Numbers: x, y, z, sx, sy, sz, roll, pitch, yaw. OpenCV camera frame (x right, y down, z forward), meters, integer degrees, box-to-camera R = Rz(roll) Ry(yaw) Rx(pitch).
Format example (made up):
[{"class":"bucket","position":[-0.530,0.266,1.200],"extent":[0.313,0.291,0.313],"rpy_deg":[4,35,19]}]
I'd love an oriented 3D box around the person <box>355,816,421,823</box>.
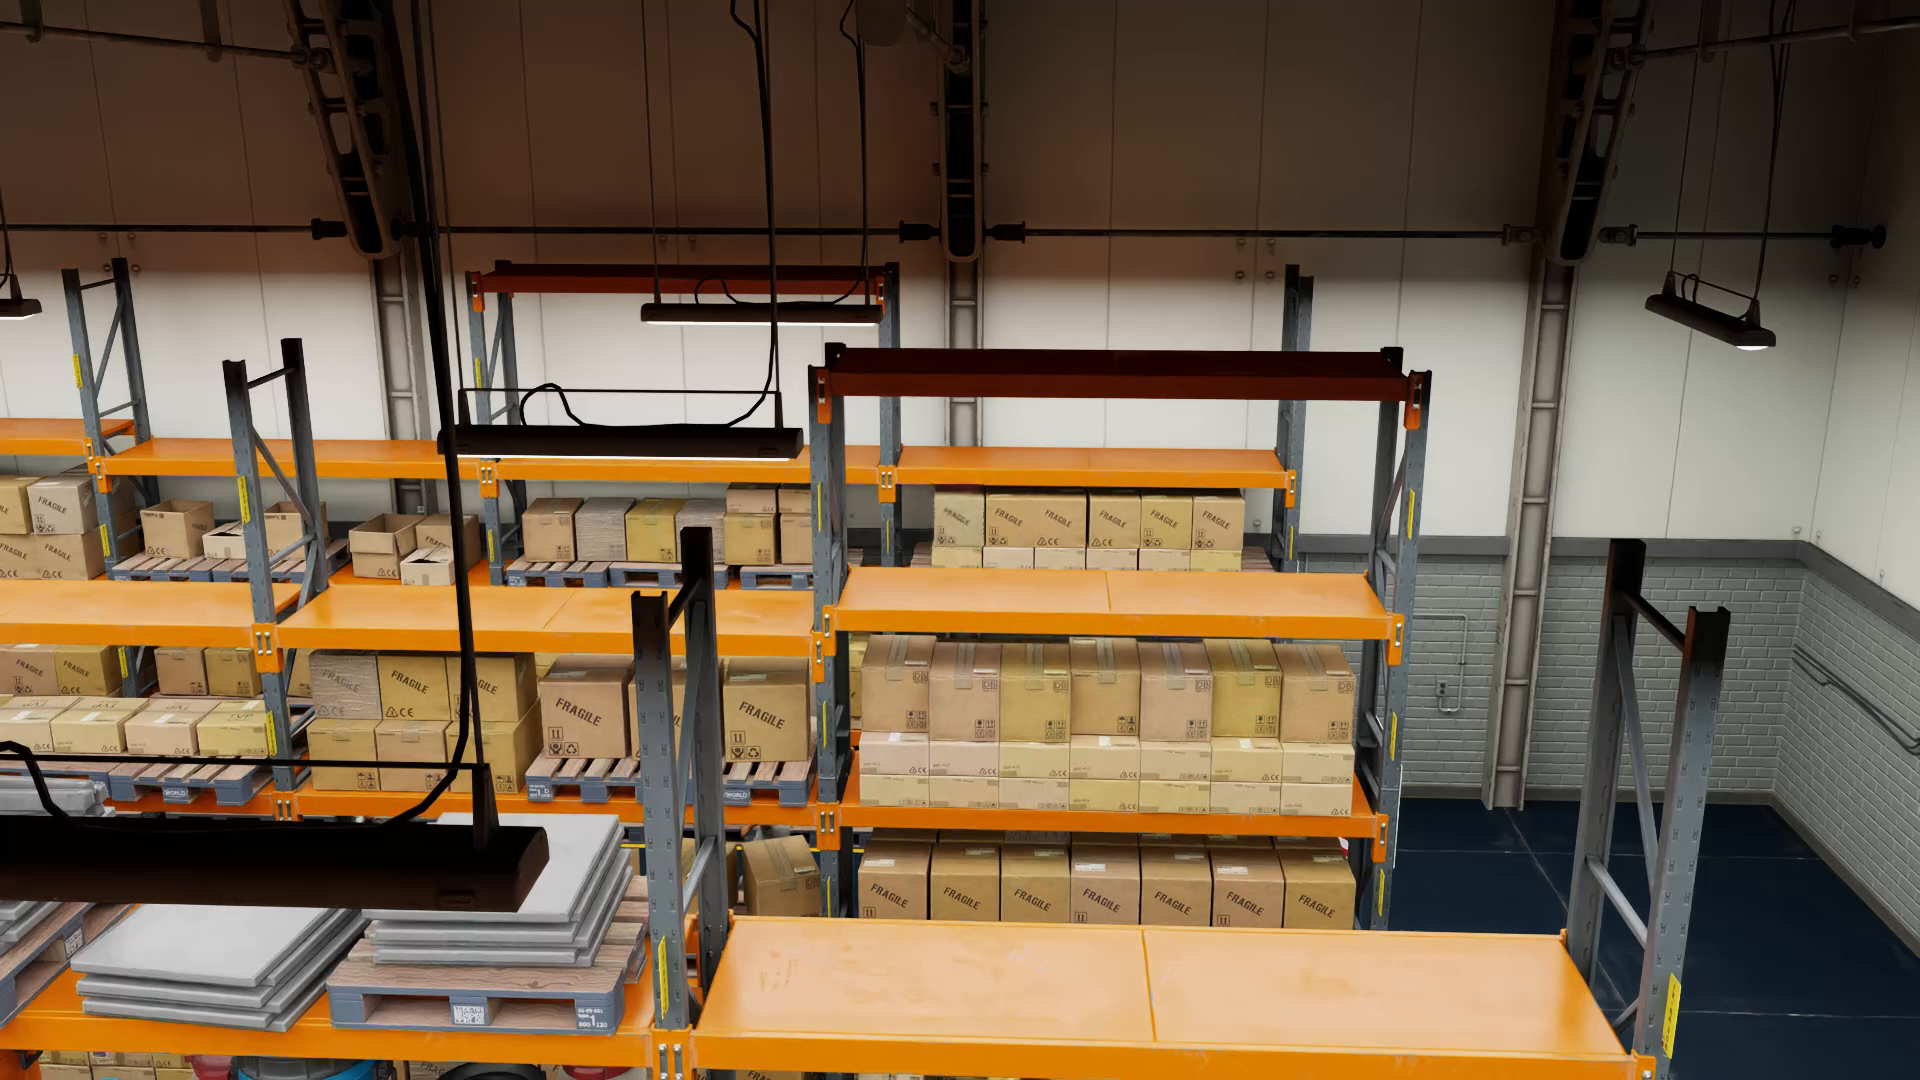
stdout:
[{"class":"person","position":[-5.629,2.682,16.227],"extent":[0.800,1.811,0.559],"rpy_deg":[2,16,8]}]

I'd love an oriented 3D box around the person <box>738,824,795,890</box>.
[{"class":"person","position":[-1.906,2.744,16.168],"extent":[0.888,1.631,0.499],"rpy_deg":[2,16,7]}]
